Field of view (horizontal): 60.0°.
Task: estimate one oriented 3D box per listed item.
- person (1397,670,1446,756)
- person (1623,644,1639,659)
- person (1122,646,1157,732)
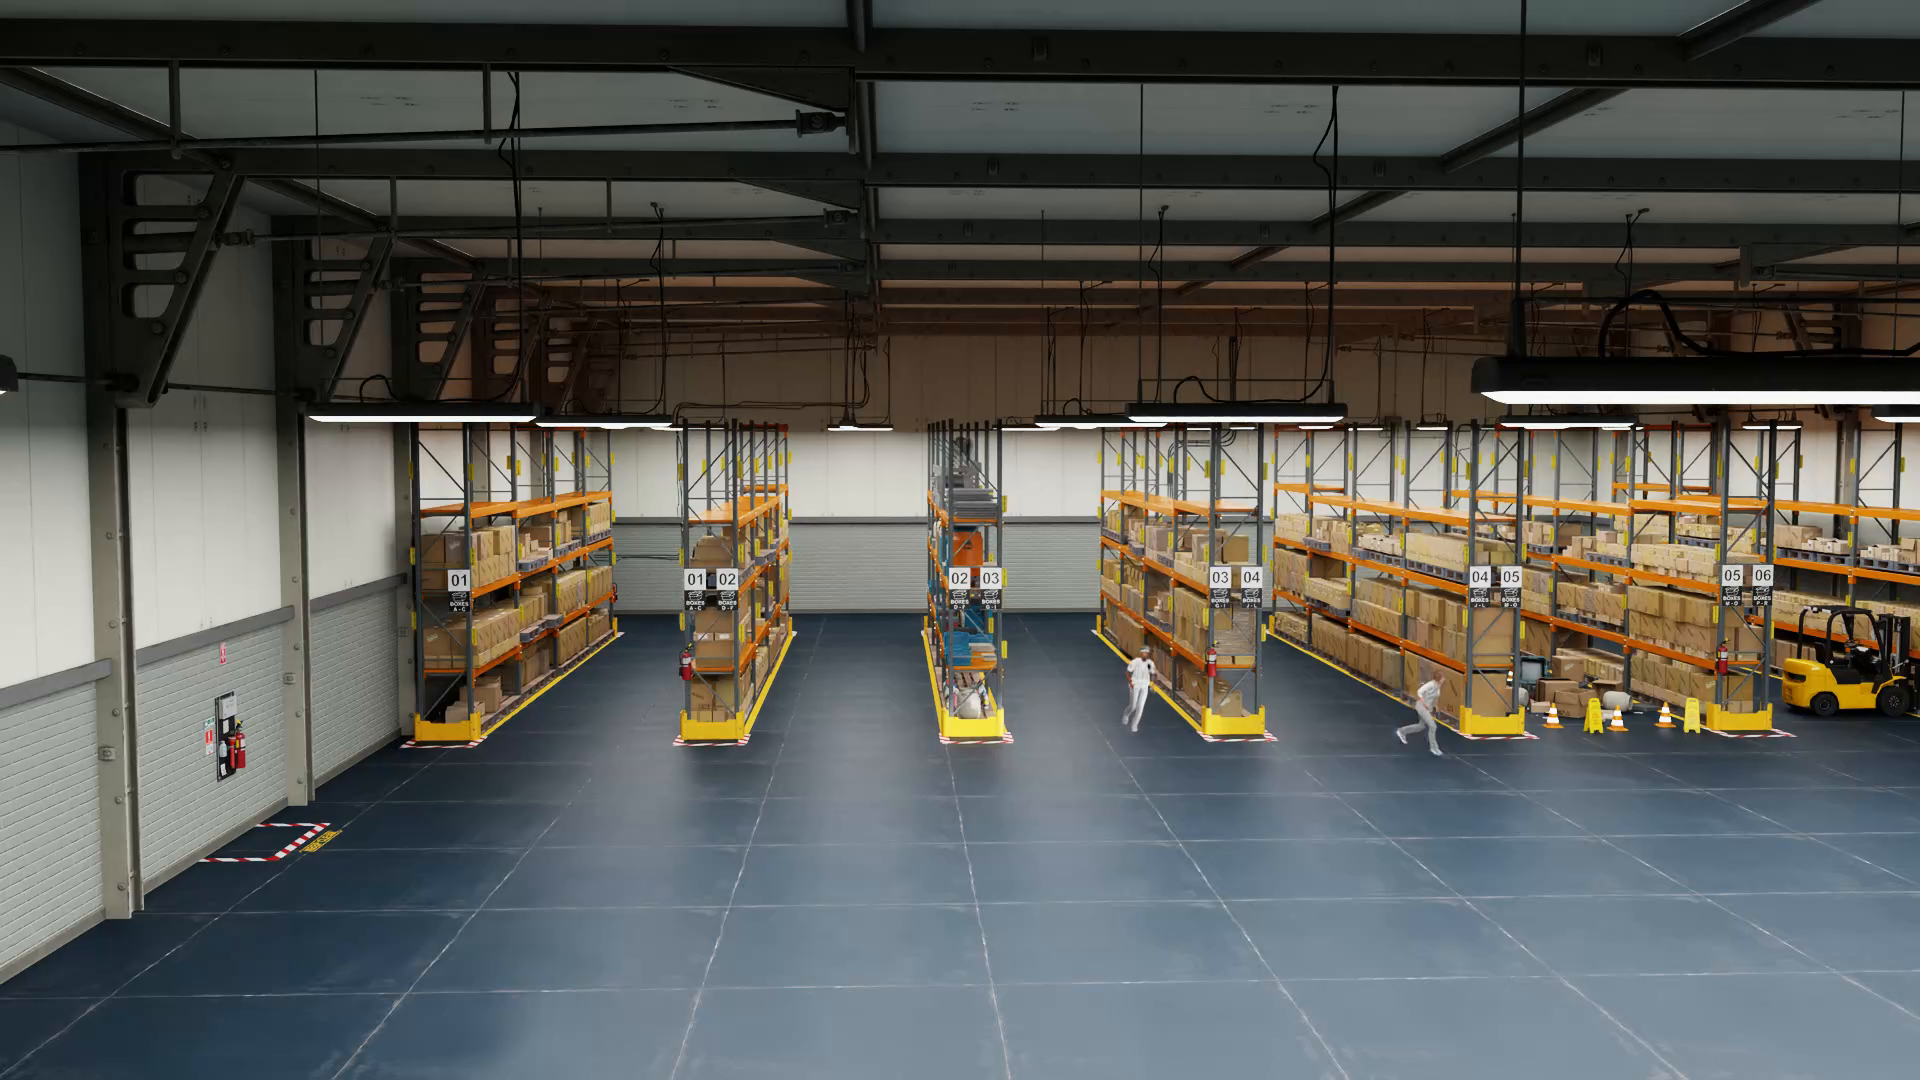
[{"bbox_3d":[8.241,3.072,29.777,0.898,1.548,0.559,3,5,42],"label":"person"},{"bbox_3d":[16.337,2.341,40.324,0.588,1.668,0.796,0,4,-6],"label":"person"},{"bbox_3d":[3.500,2.856,32.253,0.638,1.648,0.589,-1,4,-9],"label":"person"}]
